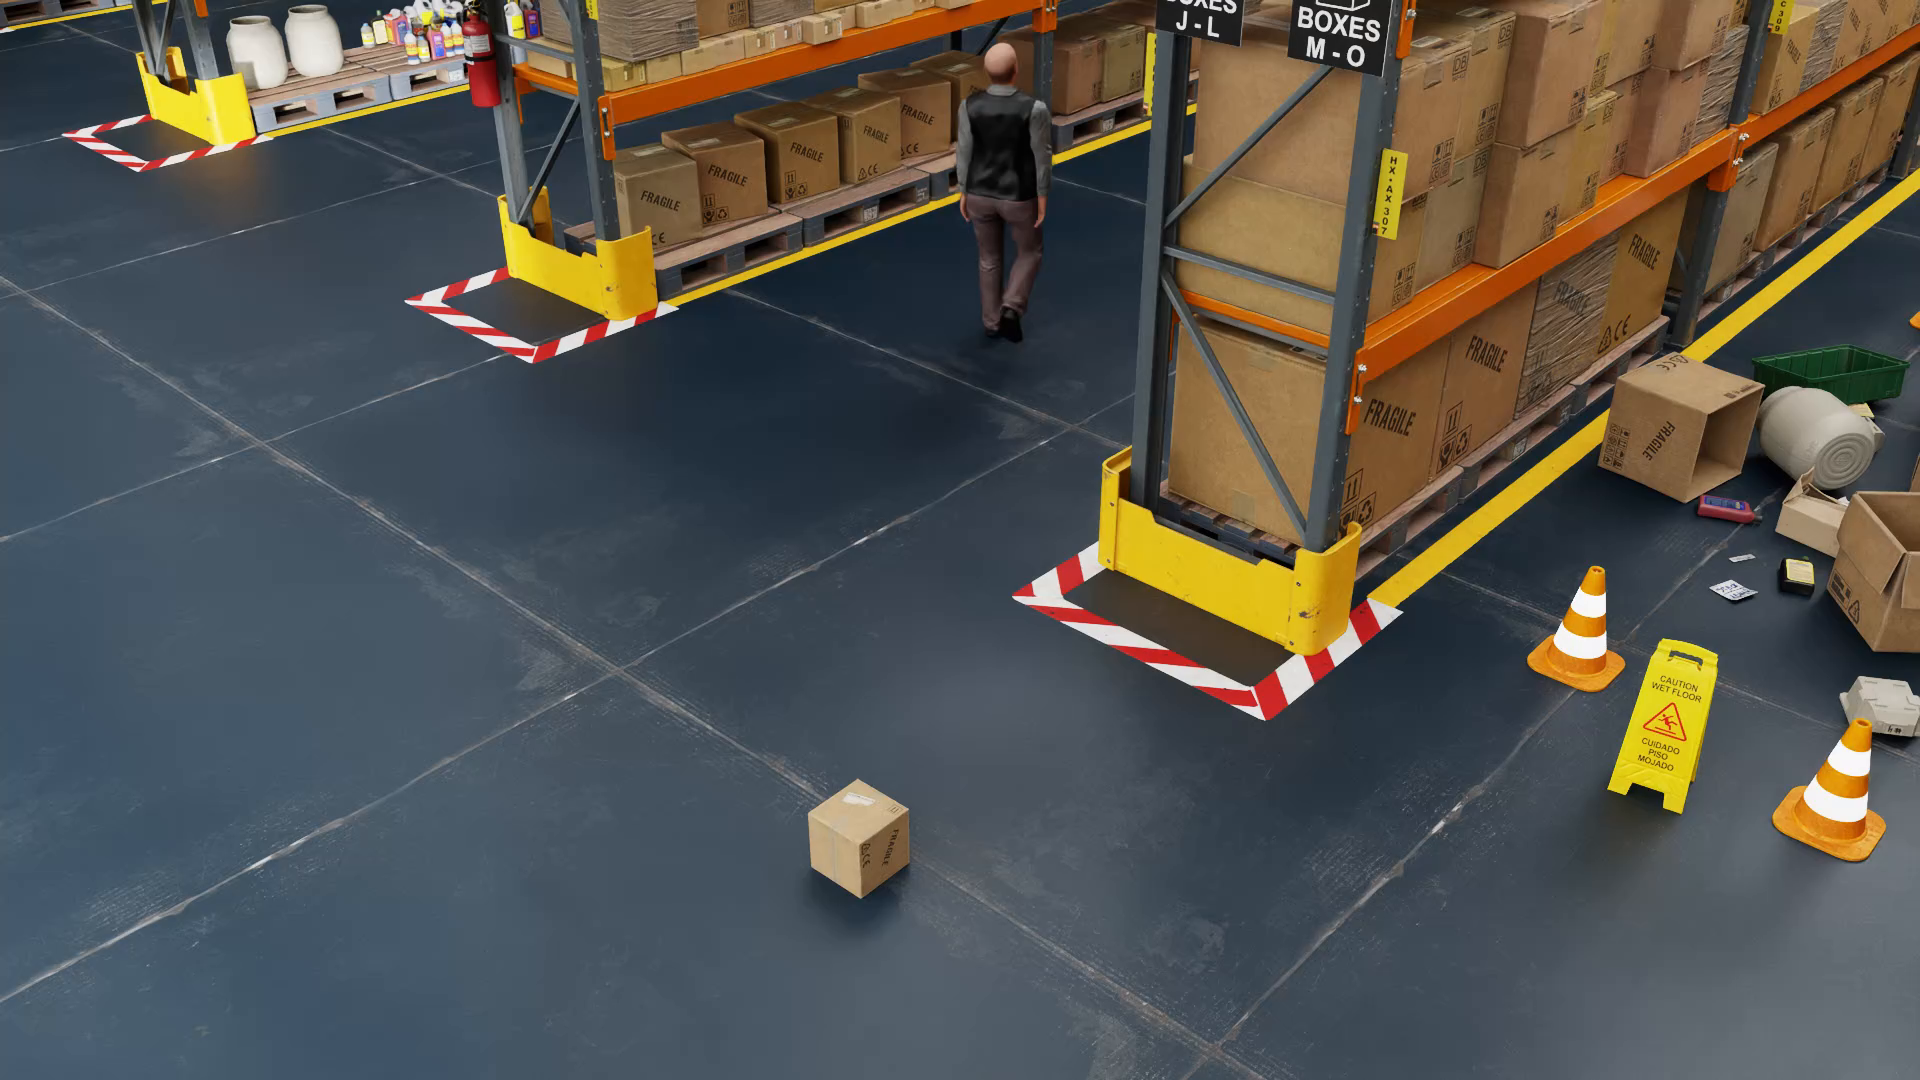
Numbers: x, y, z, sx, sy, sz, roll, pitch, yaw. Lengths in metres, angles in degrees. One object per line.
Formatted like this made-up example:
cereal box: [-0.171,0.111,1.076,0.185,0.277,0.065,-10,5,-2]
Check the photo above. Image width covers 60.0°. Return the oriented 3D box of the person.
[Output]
person: [0.251,-1.919,9.300,0.540,1.710,0.551,6,32,10]
